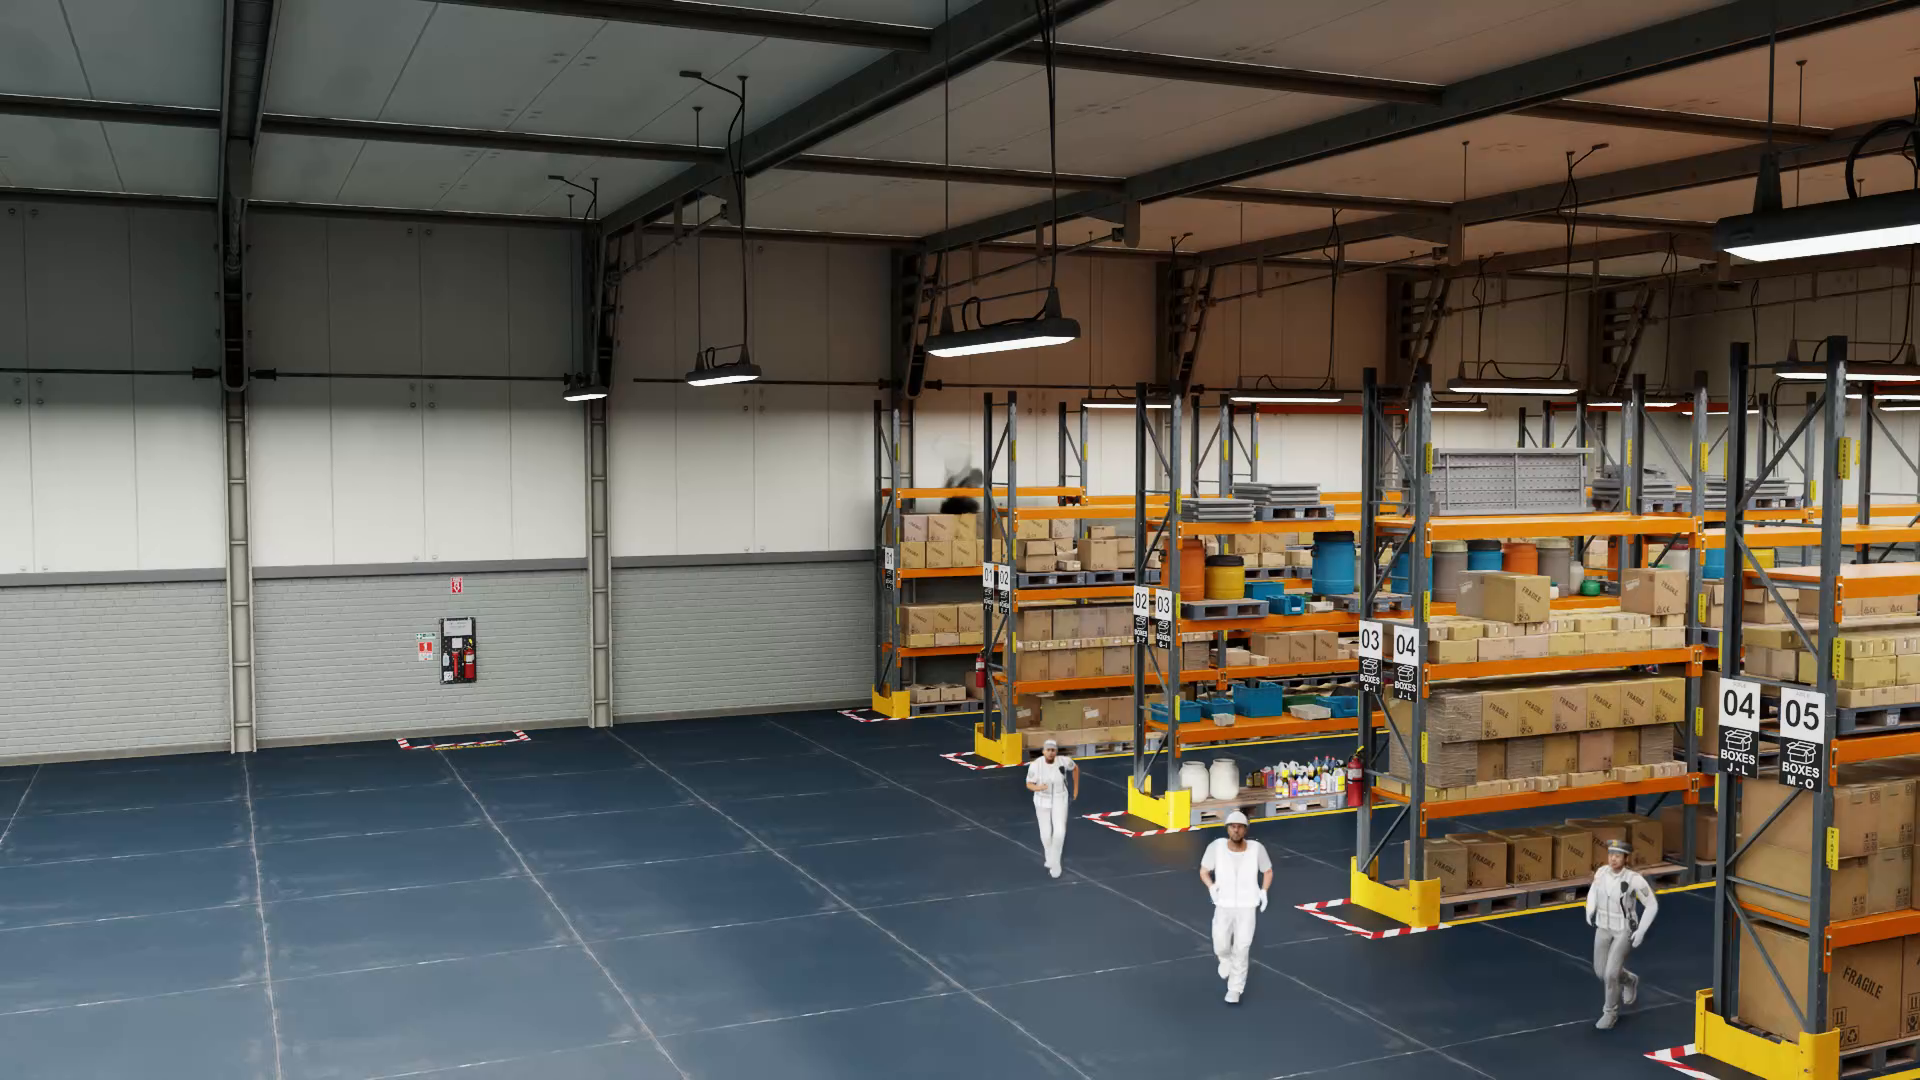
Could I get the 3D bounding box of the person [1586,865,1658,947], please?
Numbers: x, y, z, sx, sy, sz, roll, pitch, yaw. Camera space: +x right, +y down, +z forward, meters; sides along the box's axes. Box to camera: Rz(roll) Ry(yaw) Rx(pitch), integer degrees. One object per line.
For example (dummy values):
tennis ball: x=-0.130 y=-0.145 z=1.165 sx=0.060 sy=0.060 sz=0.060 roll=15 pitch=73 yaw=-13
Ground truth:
person: x=5.832 y=3.238 z=14.800 sx=0.395 sy=0.692 sz=0.657 roll=-2 pitch=4 yaw=-35

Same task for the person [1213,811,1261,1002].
person: x=2.585 y=3.388 z=15.524 sx=0.437 sy=1.742 sz=0.653 roll=1 pitch=3 yaw=10

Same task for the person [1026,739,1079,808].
person: x=1.101 y=2.764 z=19.748 sx=0.630 sy=0.812 sz=0.610 roll=0 pitch=3 yaw=2
